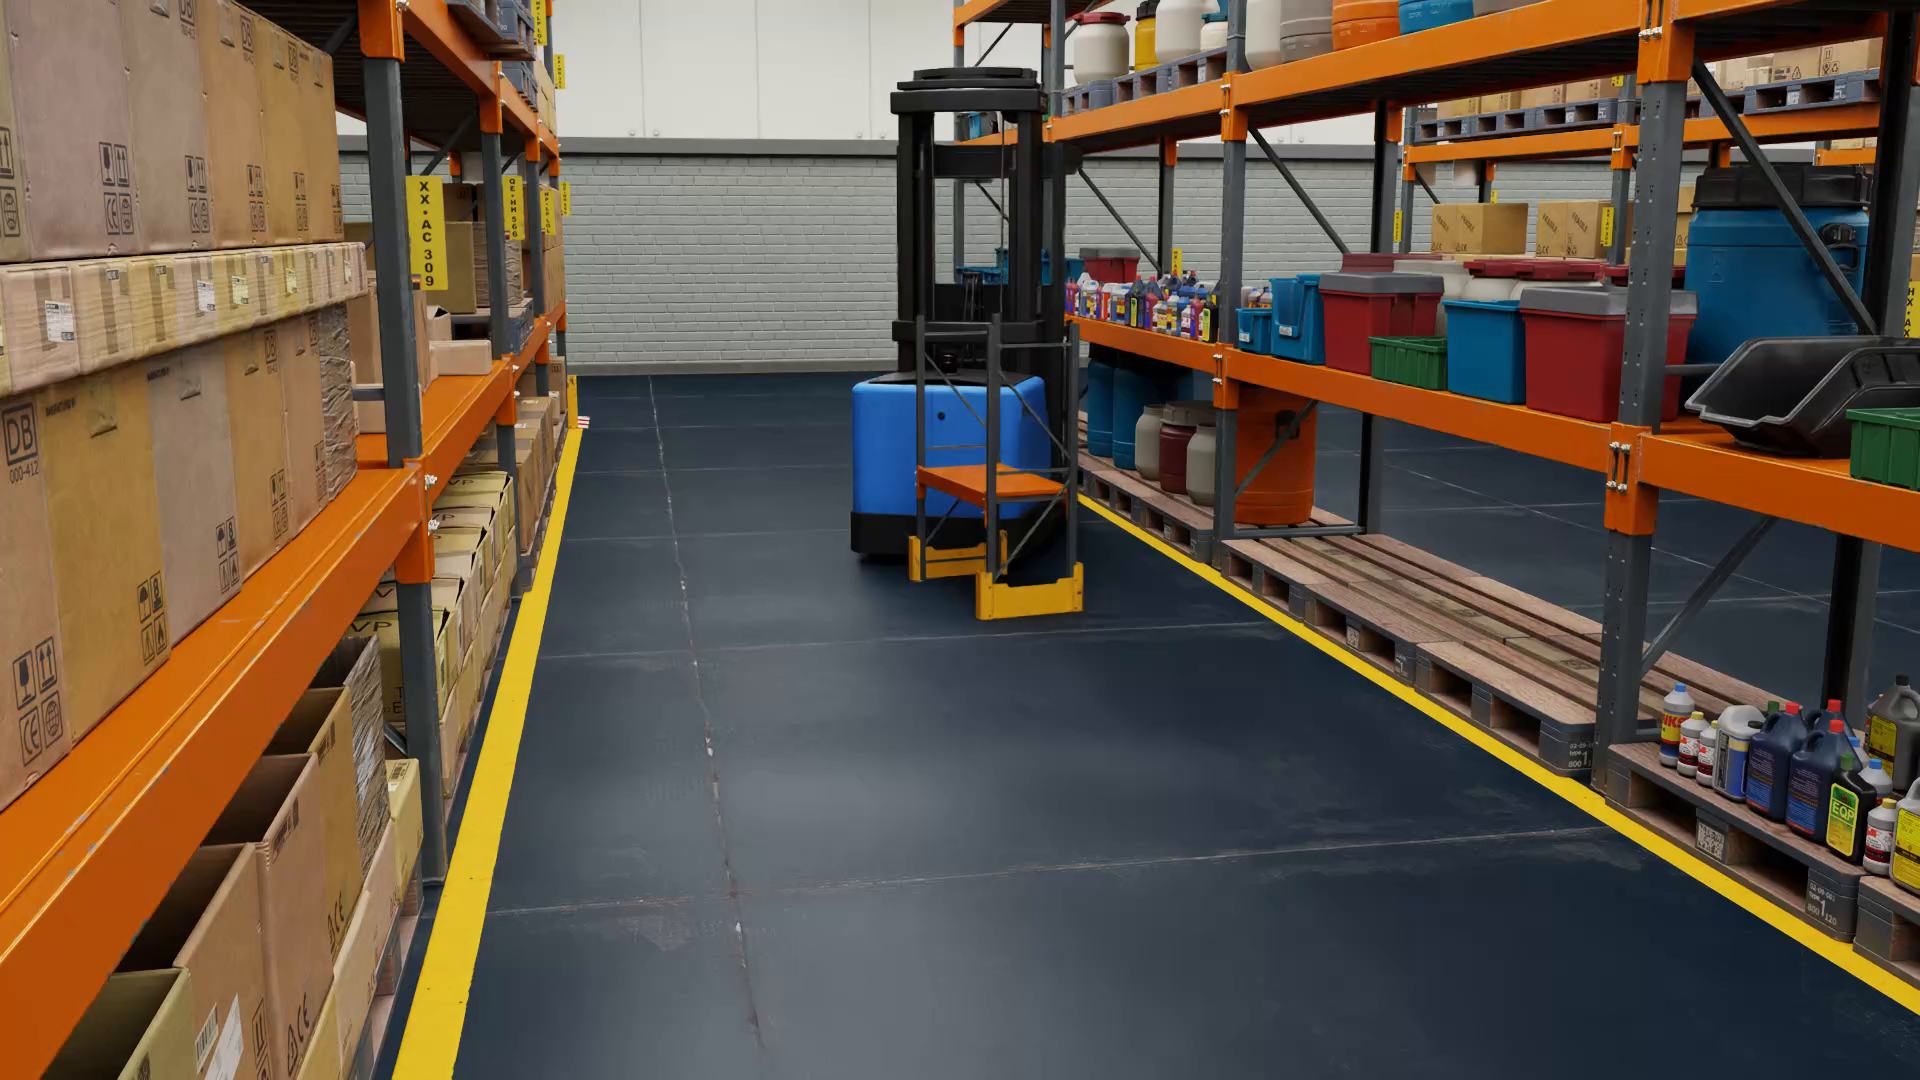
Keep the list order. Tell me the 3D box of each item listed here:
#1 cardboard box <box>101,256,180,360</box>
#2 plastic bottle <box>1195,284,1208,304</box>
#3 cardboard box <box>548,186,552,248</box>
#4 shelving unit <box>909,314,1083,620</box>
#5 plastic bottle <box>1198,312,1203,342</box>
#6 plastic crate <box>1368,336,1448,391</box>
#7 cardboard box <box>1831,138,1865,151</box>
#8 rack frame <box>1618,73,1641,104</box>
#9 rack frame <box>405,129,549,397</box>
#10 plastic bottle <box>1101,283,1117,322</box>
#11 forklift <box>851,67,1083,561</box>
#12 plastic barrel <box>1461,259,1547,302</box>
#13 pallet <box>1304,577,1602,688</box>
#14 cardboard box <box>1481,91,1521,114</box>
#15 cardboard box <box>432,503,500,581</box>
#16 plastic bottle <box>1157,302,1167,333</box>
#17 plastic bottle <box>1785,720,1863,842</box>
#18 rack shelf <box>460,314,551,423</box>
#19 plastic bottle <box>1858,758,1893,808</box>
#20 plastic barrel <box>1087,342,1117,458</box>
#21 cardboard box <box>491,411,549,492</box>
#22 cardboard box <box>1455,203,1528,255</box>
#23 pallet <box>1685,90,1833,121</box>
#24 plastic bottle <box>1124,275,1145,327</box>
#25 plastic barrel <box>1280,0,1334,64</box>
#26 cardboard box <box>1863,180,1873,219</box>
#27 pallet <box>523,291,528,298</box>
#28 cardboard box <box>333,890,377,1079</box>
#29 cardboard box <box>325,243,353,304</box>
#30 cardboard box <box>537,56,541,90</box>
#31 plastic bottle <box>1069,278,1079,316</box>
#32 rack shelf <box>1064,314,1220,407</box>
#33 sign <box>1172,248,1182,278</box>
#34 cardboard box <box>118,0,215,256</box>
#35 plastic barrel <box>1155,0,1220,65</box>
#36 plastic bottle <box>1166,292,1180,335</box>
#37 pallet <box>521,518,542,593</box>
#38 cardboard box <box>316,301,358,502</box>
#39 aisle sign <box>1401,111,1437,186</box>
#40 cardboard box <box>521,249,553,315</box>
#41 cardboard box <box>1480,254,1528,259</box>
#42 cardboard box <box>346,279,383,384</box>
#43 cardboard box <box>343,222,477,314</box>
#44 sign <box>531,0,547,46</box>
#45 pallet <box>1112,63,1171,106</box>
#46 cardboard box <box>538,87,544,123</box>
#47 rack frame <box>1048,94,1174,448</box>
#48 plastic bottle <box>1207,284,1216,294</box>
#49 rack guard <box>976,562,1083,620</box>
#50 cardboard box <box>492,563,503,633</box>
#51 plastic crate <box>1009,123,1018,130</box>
[{"bbox_3d":[-1.429,-0.355,2.538,0.380,0.149,0.250,-2,11,-12],"label":"cardboard box"},{"bbox_3d":[1.729,-1.693,11.915,0.097,0.271,0.097,0,11,0],"label":"plastic bottle"},{"bbox_3d":[-3.562,-2.604,13.413,0.500,0.500,0.500,-2,11,-13],"label":"cardboard box"},{"bbox_3d":[0.177,-0.437,8.980,0.587,1.500,1.083,-4,12,-21],"label":"shelving unit"},{"bbox_3d":[1.490,-1.301,10.041,0.097,0.201,0.097,0,11,0],"label":"plastic bottle"},{"bbox_3d":[2.154,-0.790,7.389,0.450,0.188,0.662,-2,11,-11],"label":"plastic crate"},{"bbox_3d":[10.016,-4.436,18.357,0.500,0.250,0.500,-2,11,-9],"label":"cardboard box"},{"bbox_3d":[6.072,-5.179,13.839,1.000,3.000,0.127,-2,11,-11],"label":"rack frame"},{"bbox_3d":[-3.646,-1.872,12.511,1.000,3.000,0.127,-2,11,-11],"label":"rack frame"},{"bbox_3d":[1.110,-1.722,12.054,0.152,0.276,0.135,-2,11,-11],"label":"plastic bottle"},{"bbox_3d":[0.194,-1.548,10.991,1.130,2.935,3.031,3,11,13],"label":"forklift"},{"bbox_3d":[2.572,-1.049,7.820,0.433,0.535,0.433,0,11,0],"label":"plastic barrel"},{"bbox_3d":[2.338,0.419,7.933,1.003,0.211,1.213,-2,11,-11],"label":"pallet"},{"bbox_3d":[5.587,-4.449,16.371,0.700,0.500,0.500,-3,11,-15],"label":"cardboard box"},{"bbox_3d":[-2.321,0.005,7.378,0.500,0.311,0.500,-2,11,-11],"label":"cardboard box"},{"bbox_3d":[1.332,-1.450,10.826,0.097,0.201,0.097,0,11,0],"label":"plastic bottle"},{"bbox_3d":[2.557,0.698,4.912,0.144,0.351,0.185,-3,11,-13],"label":"plastic bottle"},{"bbox_3d":[-3.257,-1.152,10.651,1.077,0.370,4.000,-2,11,-11],"label":"rack shelf"},{"bbox_3d":[2.622,0.763,4.785,0.097,0.271,0.097,0,11,0],"label":"plastic bottle"},{"bbox_3d":[1.303,-1.127,13.083,0.600,0.901,0.708,-2,11,-11],"label":"plastic barrel"},{"bbox_3d":[-3.083,-0.597,11.321,0.500,0.500,0.500,-2,11,-10],"label":"cardboard box"},{"bbox_3d":[5.327,-3.122,16.677,0.500,0.500,0.500,-2,11,-13],"label":"cardboard box"},{"bbox_3d":[6.299,-3.445,13.263,0.805,0.209,1.217,-3,11,-13],"label":"pallet"},{"bbox_3d":[1.221,-1.651,11.481,0.144,0.351,0.185,-2,11,-11],"label":"plastic bottle"},{"bbox_3d":[1.939,-2.879,8.439,0.600,0.901,0.600,0,11,0],"label":"plastic barrel"},{"bbox_3d":[6.600,-2.294,11.779,0.797,0.503,0.637,-2,11,-10],"label":"cardboard box"},{"bbox_3d":[-3.597,-1.627,11.738,1.003,0.211,1.213,-2,11,-11],"label":"pallet"},{"bbox_3d":[-1.586,1.000,3.652,0.500,0.250,0.500,-2,11,-11],"label":"cardboard box"},{"bbox_3d":[-1.780,-0.685,4.272,0.380,0.149,0.250,-2,11,-12],"label":"cardboard box"},{"bbox_3d":[-3.595,-3.708,13.195,0.500,0.250,0.500,-2,11,-11],"label":"cardboard box"},{"bbox_3d":[0.893,-1.887,12.901,0.061,0.283,0.133,-2,11,-11],"label":"plastic bottle"},{"bbox_3d":[1.603,-1.332,11.594,1.077,0.370,4.000,-2,11,-11],"label":"rack shelf"},{"bbox_3d":[1.754,-2.207,13.531,0.100,0.325,0.005,-2,11,-11],"label":"sign"},{"bbox_3d":[-1.704,-0.734,2.794,0.700,0.500,0.500,-2,11,-11],"label":"cardboard box"},{"bbox_3d":[1.499,-3.384,10.946,0.433,0.535,0.433,0,11,0],"label":"plastic barrel"},{"bbox_3d":[1.370,-1.449,10.632,0.097,0.271,0.097,0,11,0],"label":"plastic bottle"},{"bbox_3d":[-2.976,0.093,9.644,1.003,0.211,1.213,-2,11,-11],"label":"pallet"},{"bbox_3d":[-1.997,-0.373,4.366,0.700,0.500,0.500,-2,11,-12],"label":"cardboard box"},{"bbox_3d":[4.986,-4.245,18.023,0.394,0.787,0.004,-2,11,-11],"label":"aisle sign"},{"bbox_3d":[-3.477,-2.025,13.045,0.500,0.500,0.500,-2,11,-10],"label":"cardboard box"},{"bbox_3d":[5.431,-2.657,16.240,0.500,0.250,0.500,-2,11,-12],"label":"cardboard box"},{"bbox_3d":[-2.325,-0.692,6.043,0.500,0.500,0.500,-1,11,-7],"label":"cardboard box"},{"bbox_3d":[-3.101,-1.505,9.193,0.700,0.500,0.500,-6,12,-30],"label":"cardboard box"},{"bbox_3d":[-3.102,-3.814,12.255,0.100,0.325,0.005,-2,11,-11],"label":"sign"},{"bbox_3d":[1.686,-3.084,11.362,1.003,0.211,1.213,-2,11,-11],"label":"pallet"},{"bbox_3d":[-3.591,-3.462,13.243,0.500,0.250,0.500,-2,11,-11],"label":"cardboard box"},{"bbox_3d":[1.214,-2.052,13.454,1.000,3.000,0.127,-2,11,-11],"label":"rack frame"},{"bbox_3d":[1.848,-1.704,11.956,0.152,0.276,0.135,-2,11,-11],"label":"plastic bottle"},{"bbox_3d":[0.363,0.264,8.643,0.587,0.250,0.087,-4,12,-21],"label":"rack guard"},{"bbox_3d":[-2.327,0.280,7.433,0.500,0.250,0.500,-2,11,-10],"label":"cardboard box"},{"bbox_3d":[0.593,-3.615,14.351,0.293,0.136,0.466,-2,11,-11],"label":"plastic crate"}]
